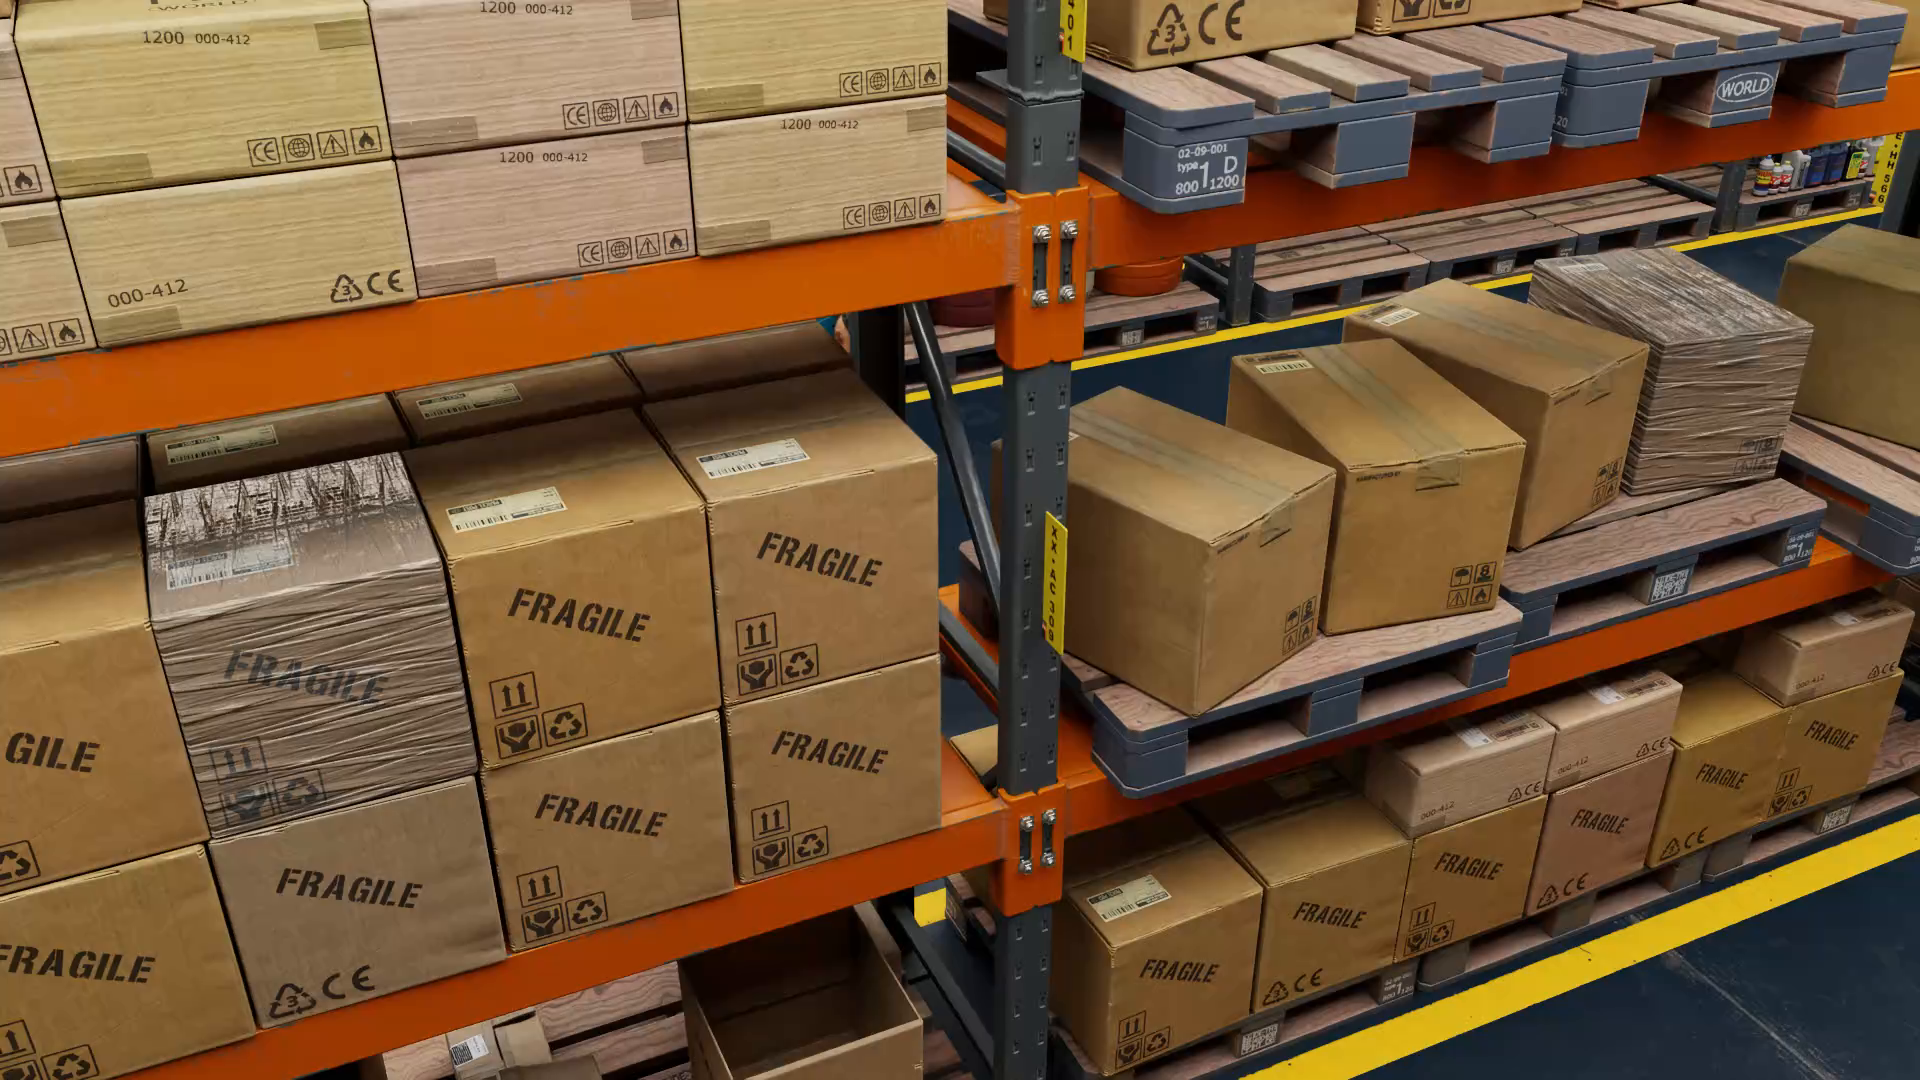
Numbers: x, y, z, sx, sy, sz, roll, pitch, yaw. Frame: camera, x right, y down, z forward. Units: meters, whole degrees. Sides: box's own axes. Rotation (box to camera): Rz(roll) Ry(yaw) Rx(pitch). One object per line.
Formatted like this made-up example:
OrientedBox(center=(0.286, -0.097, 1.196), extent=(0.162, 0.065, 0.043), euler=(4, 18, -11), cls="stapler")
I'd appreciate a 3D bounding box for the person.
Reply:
OrientedBox(center=(-0.267, -0.129, 6.347), extent=(0.821, 1.611, 0.488), euler=(-4, 30, -6), cls="person")
